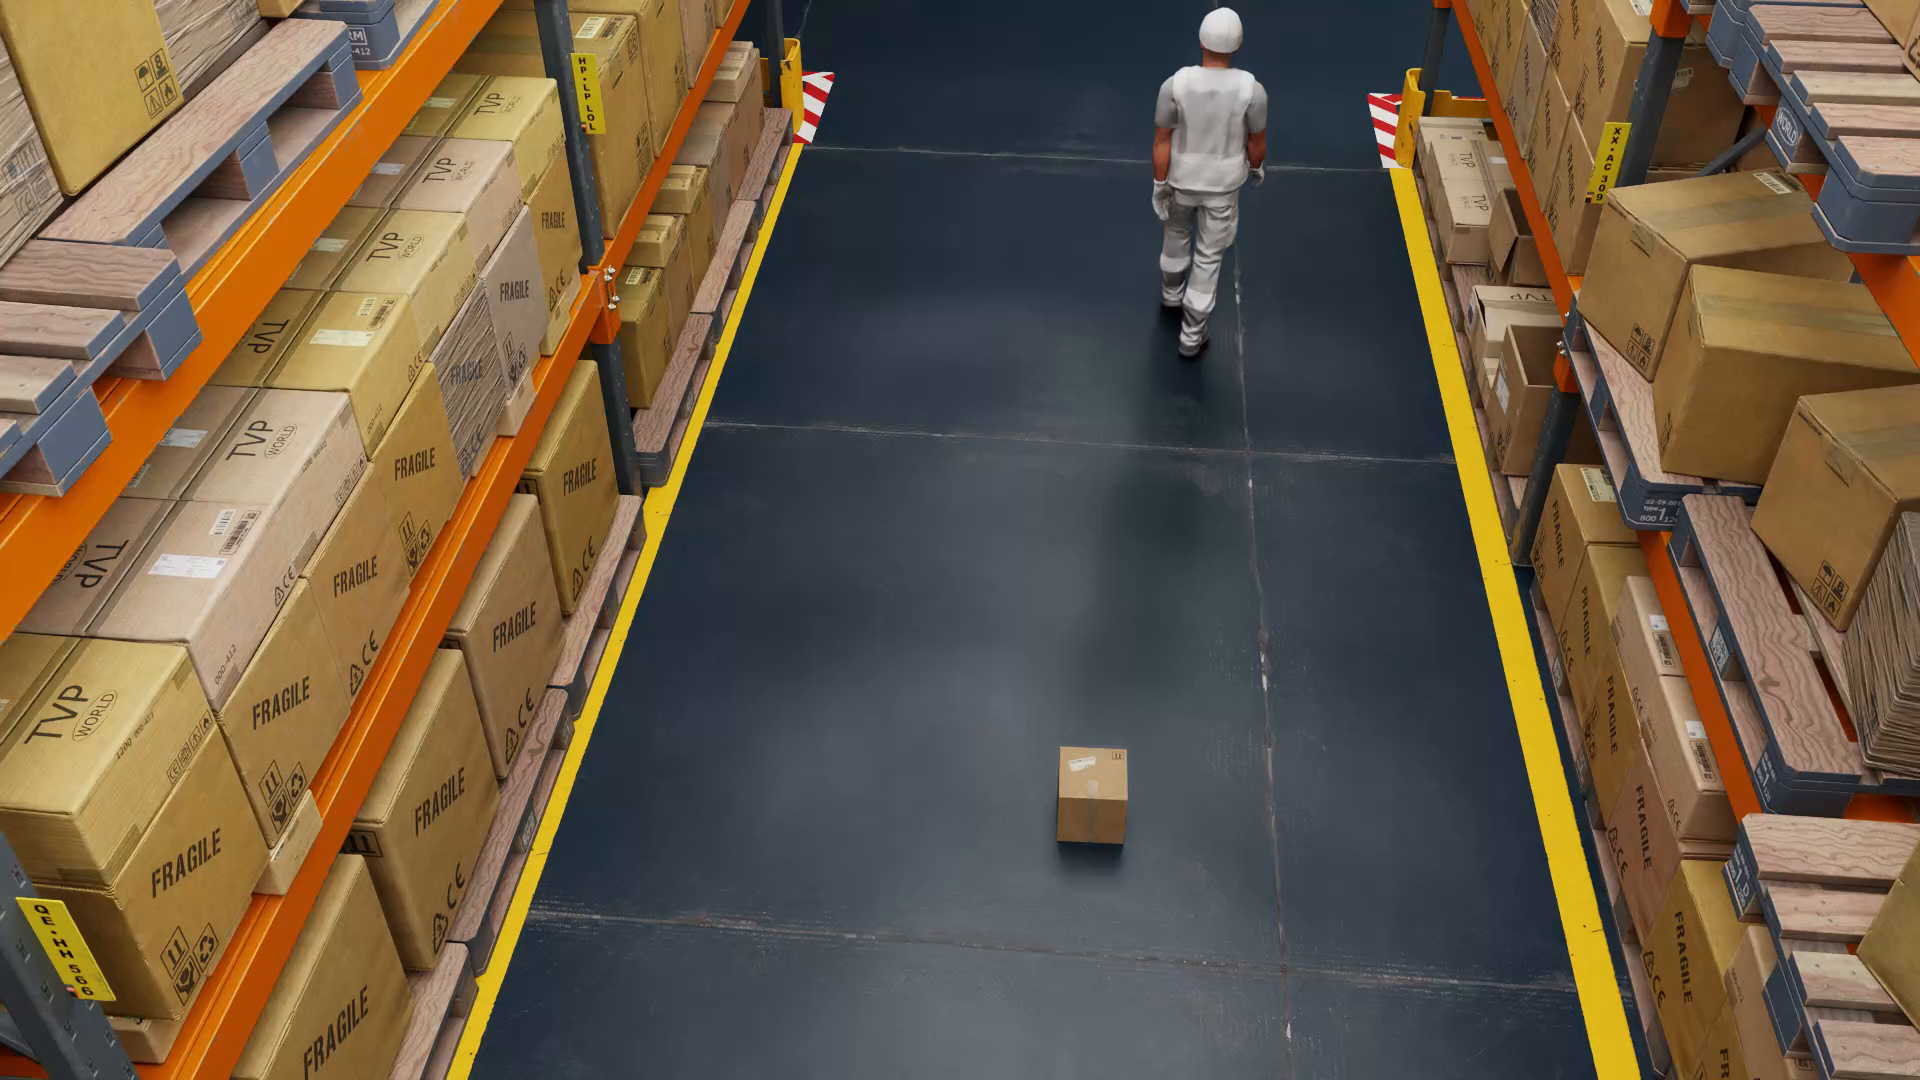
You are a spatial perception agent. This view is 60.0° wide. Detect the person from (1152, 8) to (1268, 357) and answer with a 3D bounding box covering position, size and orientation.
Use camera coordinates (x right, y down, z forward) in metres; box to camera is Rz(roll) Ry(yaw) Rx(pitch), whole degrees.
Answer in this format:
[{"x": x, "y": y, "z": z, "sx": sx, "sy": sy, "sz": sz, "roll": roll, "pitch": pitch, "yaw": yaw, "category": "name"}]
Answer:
[{"x": 1.243, "y": -1.810, "z": 8.329, "sx": 0.539, "sy": 1.833, "sz": 0.686, "roll": 10, "pitch": 41, "yaw": 11, "category": "person"}]
